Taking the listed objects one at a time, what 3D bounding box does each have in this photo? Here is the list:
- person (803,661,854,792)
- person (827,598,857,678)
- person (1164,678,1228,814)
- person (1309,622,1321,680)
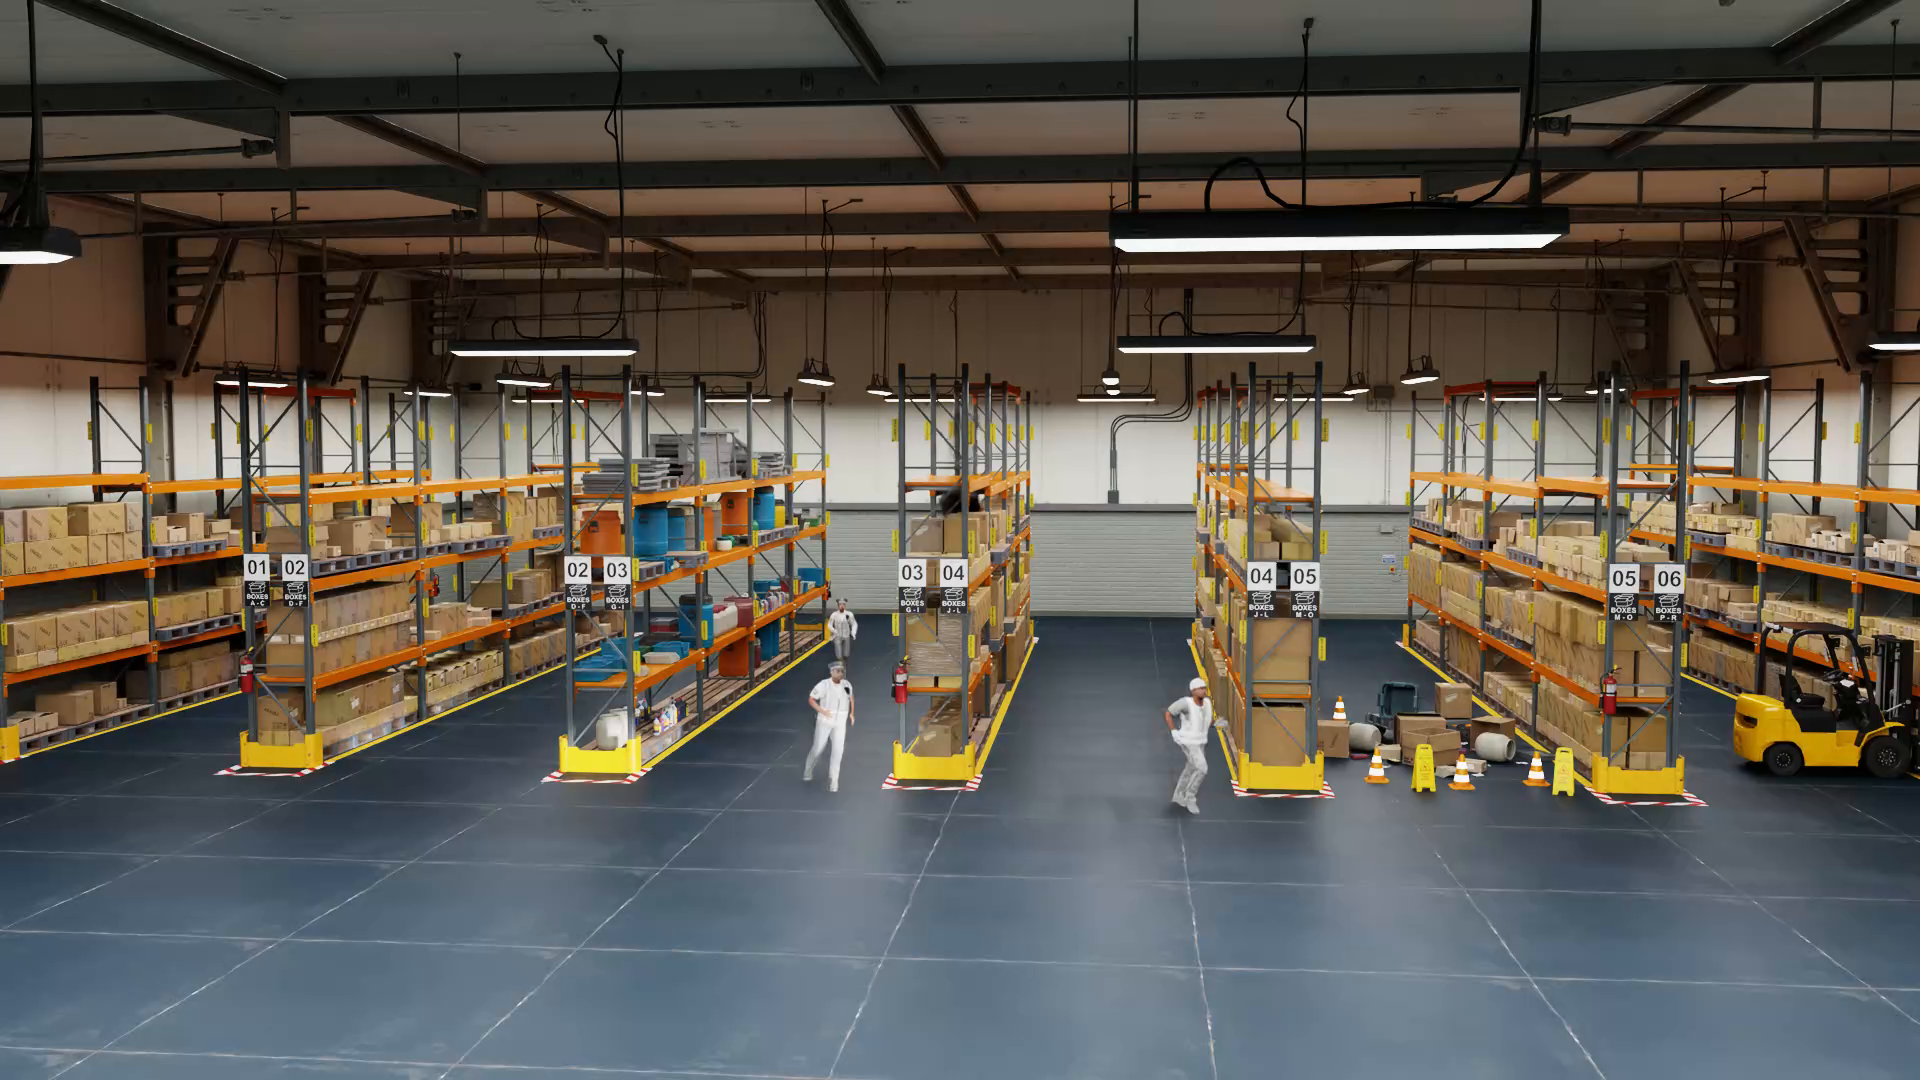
[{"bbox_3d":[-1.811,2.607,23.644,0.742,1.783,0.929,-1,4,-20],"label":"person"},{"bbox_3d":[-2.404,2.002,33.999,0.612,1.658,0.548,0,4,-3],"label":"person"},{"bbox_3d":[3.110,2.722,21.976,0.677,1.813,0.794,-4,5,-44],"label":"person"},{"bbox_3d":[6.854,2.038,33.094,0.654,1.681,0.654,0,4,-5],"label":"person"}]
